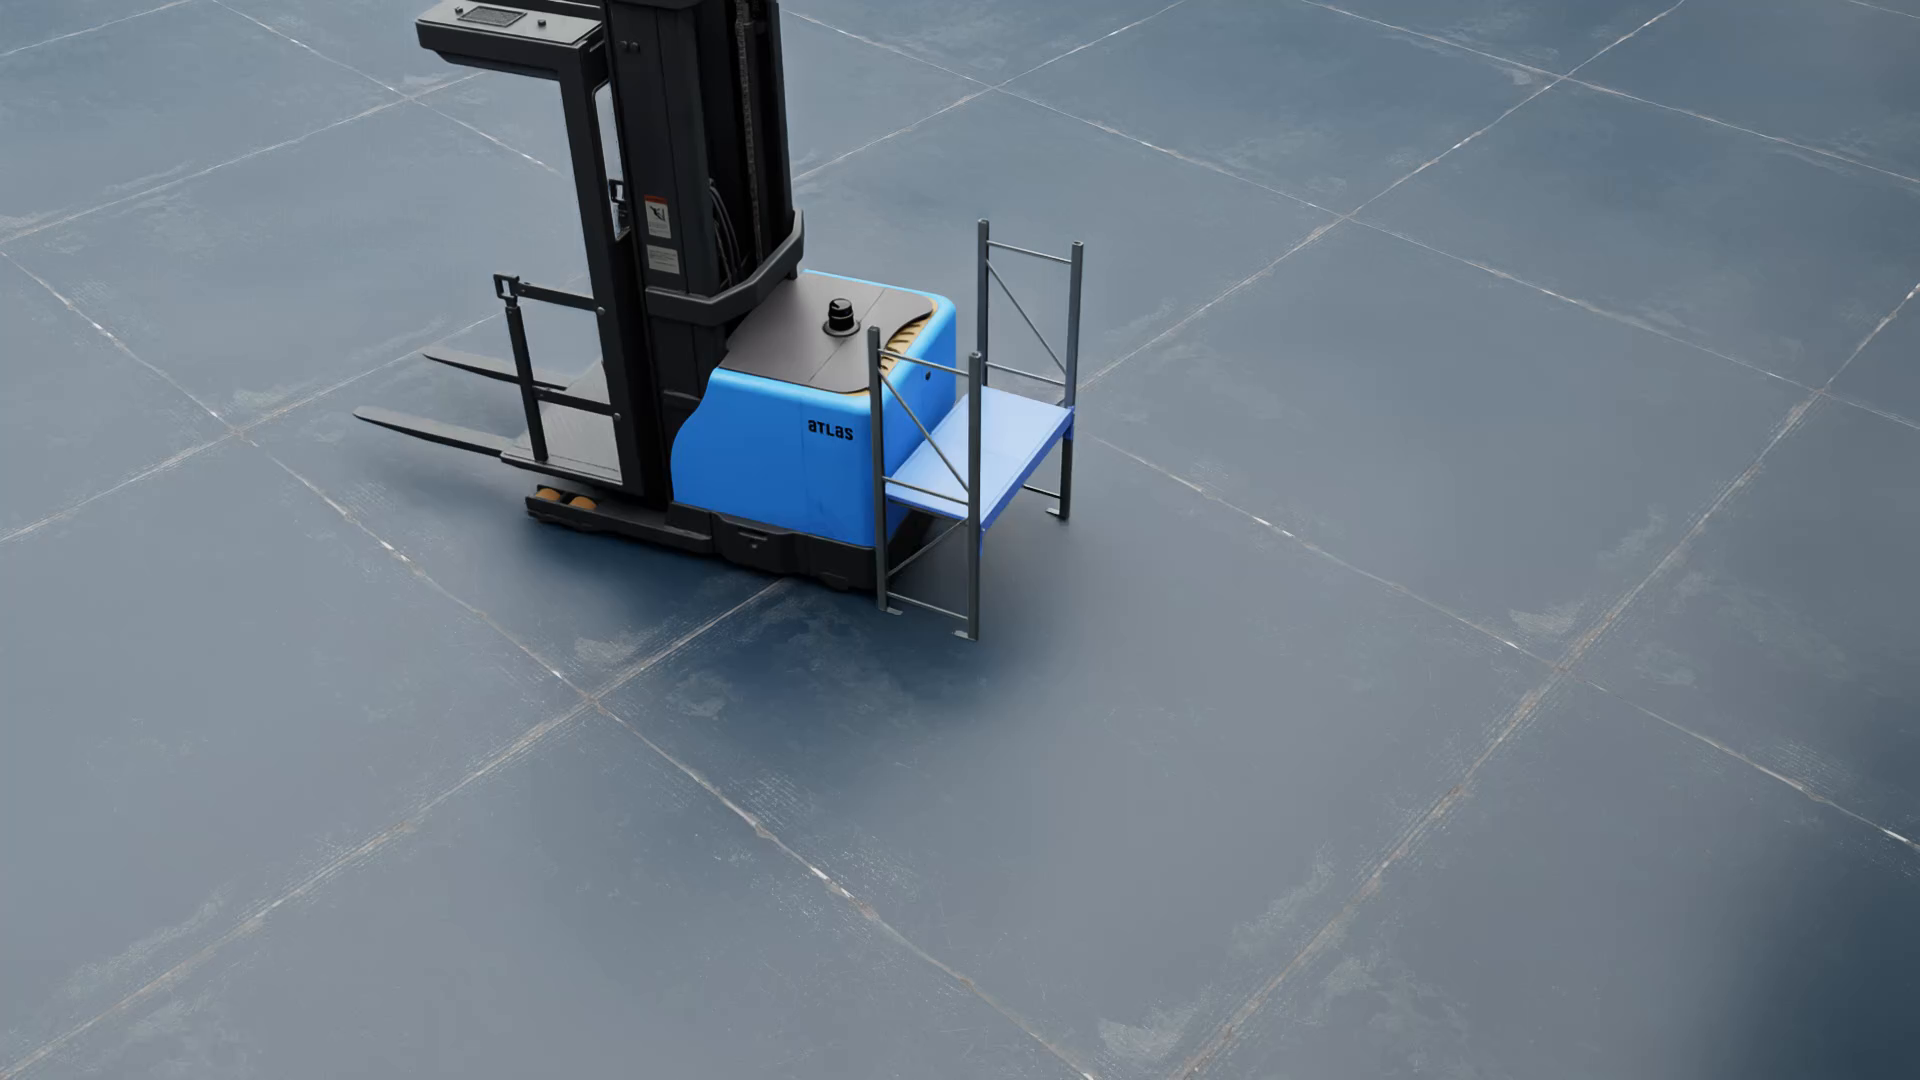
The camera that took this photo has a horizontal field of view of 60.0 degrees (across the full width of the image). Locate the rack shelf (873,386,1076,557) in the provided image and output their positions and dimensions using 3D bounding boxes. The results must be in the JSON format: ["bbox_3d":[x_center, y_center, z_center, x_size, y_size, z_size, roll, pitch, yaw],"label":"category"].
[{"bbox_3d":[0.082,-0.348,7.555,0.538,0.185,1.000,17,42,20],"label":"rack shelf"}]

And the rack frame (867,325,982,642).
[{"bbox_3d":[-0.145,-0.205,7.087,0.500,1.500,0.032,17,42,20],"label":"rack frame"}]

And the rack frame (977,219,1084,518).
[{"bbox_3d":[0.309,-0.772,7.799,0.500,1.500,0.032,17,42,20],"label":"rack frame"}]

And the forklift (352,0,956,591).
[{"bbox_3d":[-1.575,-1.481,7.542,3.031,2.935,1.130,13,40,16],"label":"forklift"}]

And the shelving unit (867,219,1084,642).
[{"bbox_3d":[0.082,-0.488,7.443,0.538,1.500,1.048,17,42,20],"label":"shelving unit"}]
